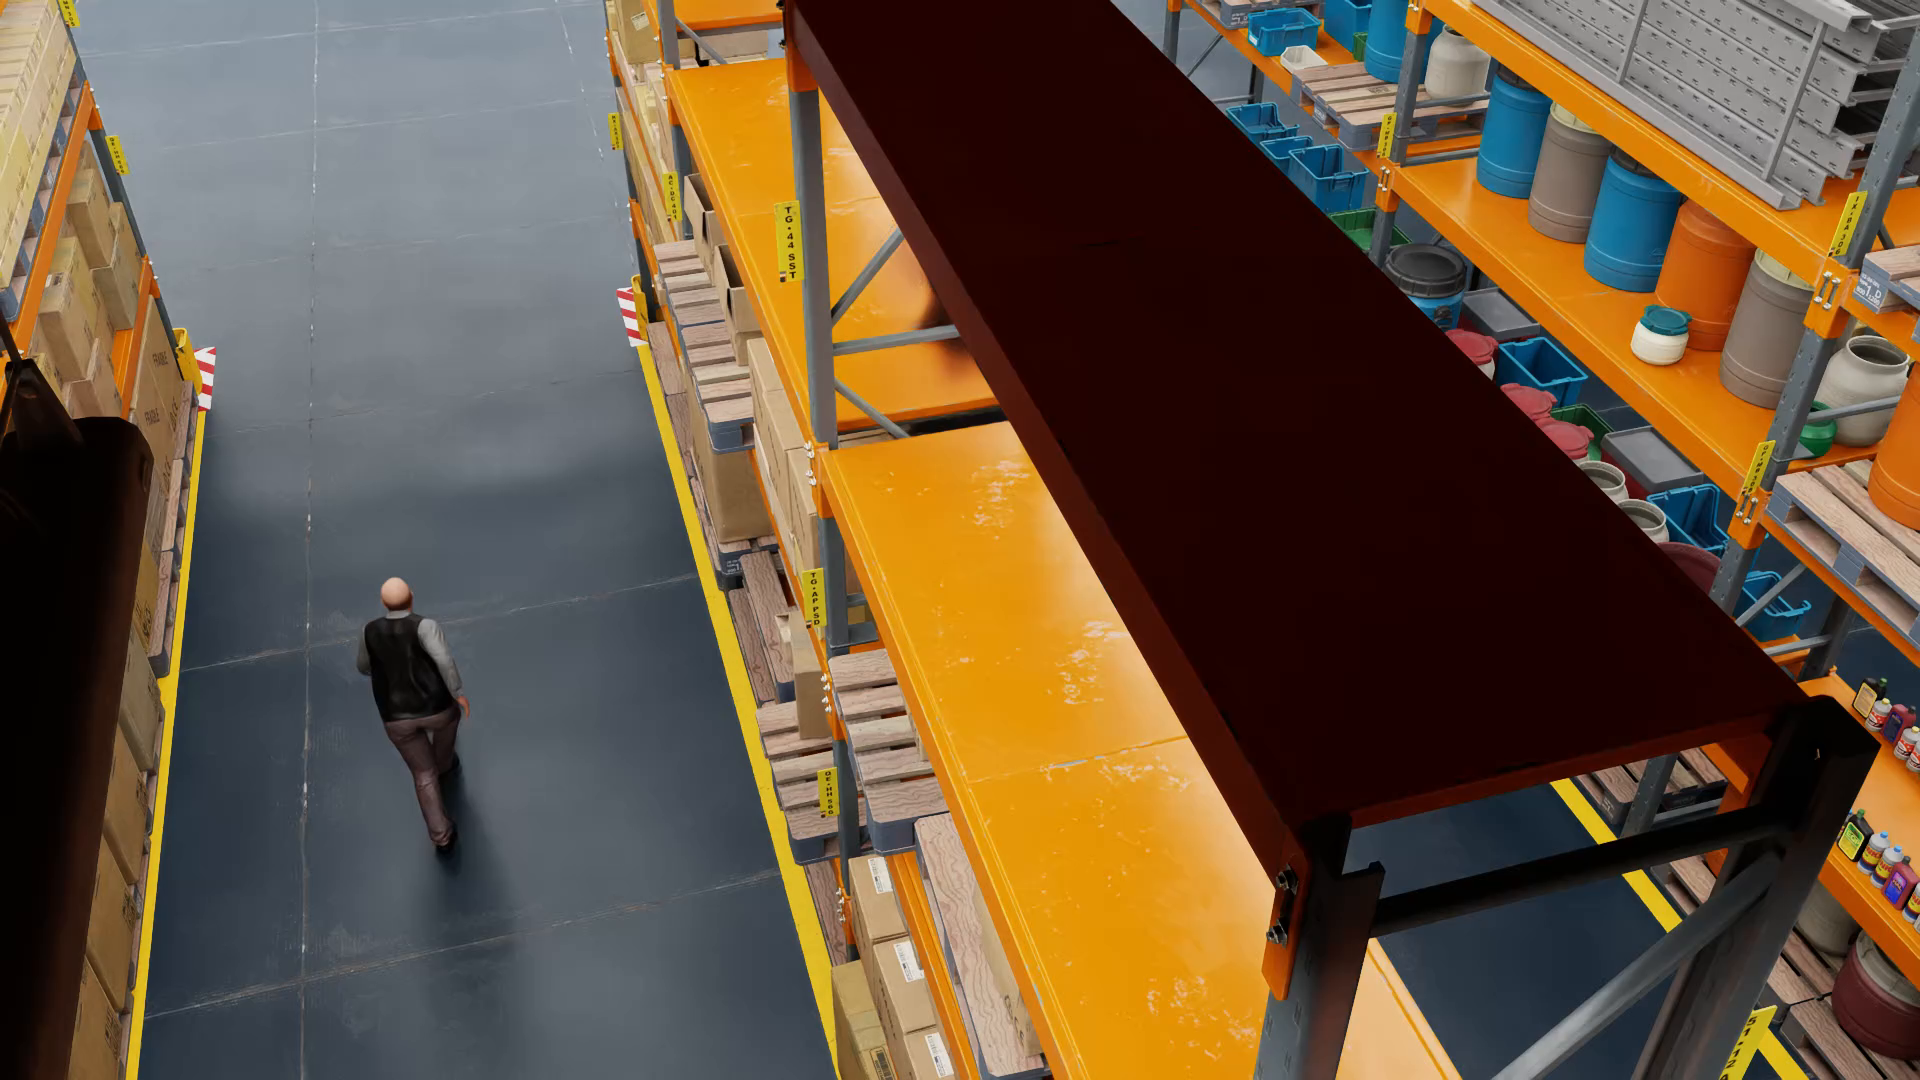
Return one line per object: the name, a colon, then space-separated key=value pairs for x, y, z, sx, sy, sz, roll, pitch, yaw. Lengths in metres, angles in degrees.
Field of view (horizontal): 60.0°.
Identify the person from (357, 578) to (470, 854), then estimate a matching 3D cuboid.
person: x=-3.320 y=1.078 z=10.177 sx=0.659 sy=1.562 sz=1.068 roll=-6 pitch=39 yaw=-8
